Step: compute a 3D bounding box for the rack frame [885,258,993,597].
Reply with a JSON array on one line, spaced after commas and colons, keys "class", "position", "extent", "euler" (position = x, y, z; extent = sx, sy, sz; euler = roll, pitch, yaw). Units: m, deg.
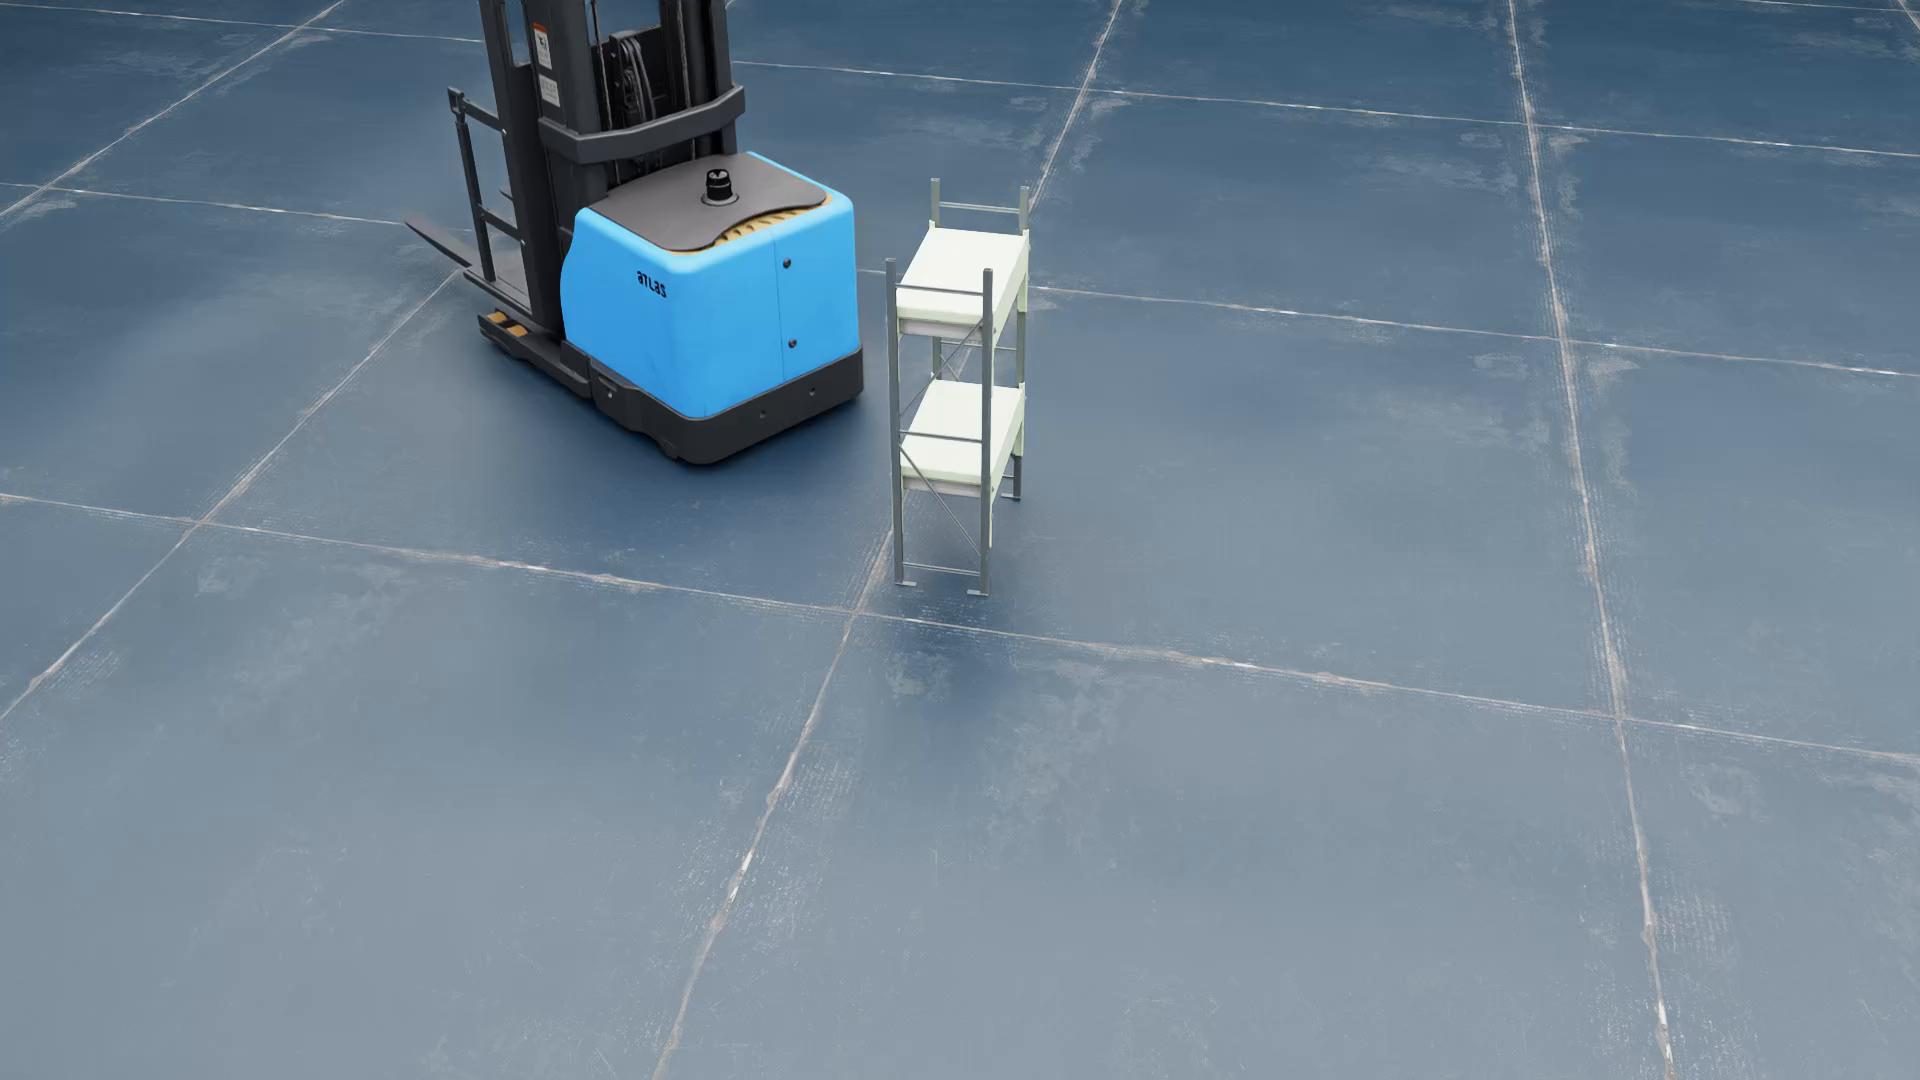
[{"class": "rack frame", "position": [-0.077, -0.401, 6.526], "extent": [0.400, 1.500, 0.023], "euler": [7, 37, 10]}]

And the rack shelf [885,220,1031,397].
[{"class": "rack shelf", "position": [0.001, -0.927, 6.586], "extent": [0.431, 0.370, 0.720], "euler": [7, 37, 10]}]

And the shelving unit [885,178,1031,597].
[{"class": "shelving unit", "position": [0.001, -0.611, 6.815], "extent": [0.431, 1.500, 0.755], "euler": [7, 37, 10]}]

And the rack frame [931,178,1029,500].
[{"class": "rack frame", "position": [0.080, -0.821, 7.105], "extent": [0.400, 1.500, 0.023], "euler": [7, 37, 10]}]

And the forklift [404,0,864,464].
[{"class": "forklift", "position": [-1.849, -2.305, 7.933], "extent": [1.130, 2.935, 3.031], "euler": [-29, 45, -34]}]

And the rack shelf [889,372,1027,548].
[{"class": "rack shelf", "position": [0.001, -0.347, 7.006], "extent": [0.431, 0.370, 0.720], "euler": [7, 37, 10]}]
